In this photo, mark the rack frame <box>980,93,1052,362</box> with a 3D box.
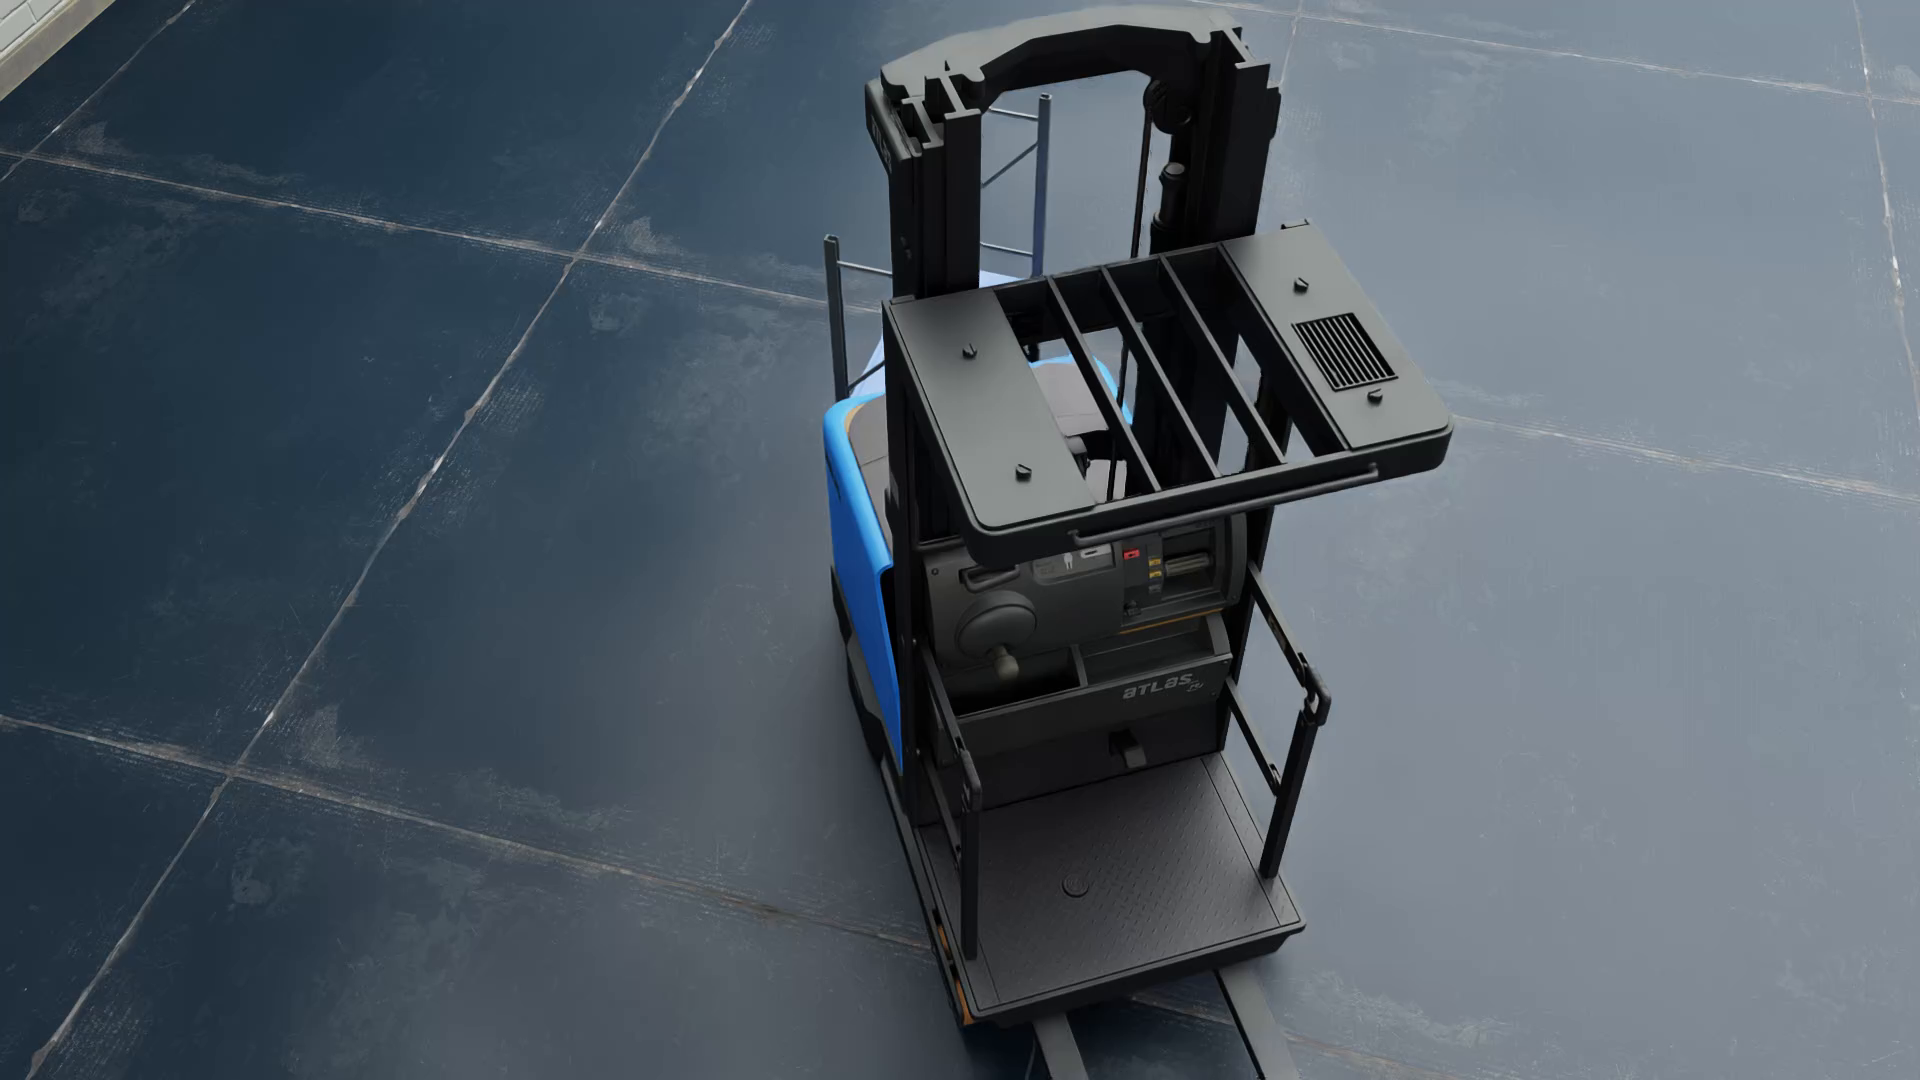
[{"bbox_3d":[0.097,-1.186,6.715,0.500,1.500,0.032,14,50,12],"label":"rack frame"}]

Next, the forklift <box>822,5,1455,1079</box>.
[{"bbox_3d":[0.425,0.230,4.511,1.130,2.935,3.031,-13,50,-11],"label":"forklift"}]

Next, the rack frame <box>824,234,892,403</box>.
[{"bbox_3d":[-0.213,-0.460,6.075,0.500,1.500,0.032,14,50,12],"label":"rack frame"}]

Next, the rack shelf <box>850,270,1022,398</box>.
[{"bbox_3d":[-0.058,-0.704,6.530,0.538,0.185,1.000,14,50,12],"label":"rack shelf"}]

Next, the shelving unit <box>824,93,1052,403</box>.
[{"bbox_3d":[-0.058,-0.823,6.395,0.538,1.500,1.048,14,50,12],"label":"shelving unit"}]
